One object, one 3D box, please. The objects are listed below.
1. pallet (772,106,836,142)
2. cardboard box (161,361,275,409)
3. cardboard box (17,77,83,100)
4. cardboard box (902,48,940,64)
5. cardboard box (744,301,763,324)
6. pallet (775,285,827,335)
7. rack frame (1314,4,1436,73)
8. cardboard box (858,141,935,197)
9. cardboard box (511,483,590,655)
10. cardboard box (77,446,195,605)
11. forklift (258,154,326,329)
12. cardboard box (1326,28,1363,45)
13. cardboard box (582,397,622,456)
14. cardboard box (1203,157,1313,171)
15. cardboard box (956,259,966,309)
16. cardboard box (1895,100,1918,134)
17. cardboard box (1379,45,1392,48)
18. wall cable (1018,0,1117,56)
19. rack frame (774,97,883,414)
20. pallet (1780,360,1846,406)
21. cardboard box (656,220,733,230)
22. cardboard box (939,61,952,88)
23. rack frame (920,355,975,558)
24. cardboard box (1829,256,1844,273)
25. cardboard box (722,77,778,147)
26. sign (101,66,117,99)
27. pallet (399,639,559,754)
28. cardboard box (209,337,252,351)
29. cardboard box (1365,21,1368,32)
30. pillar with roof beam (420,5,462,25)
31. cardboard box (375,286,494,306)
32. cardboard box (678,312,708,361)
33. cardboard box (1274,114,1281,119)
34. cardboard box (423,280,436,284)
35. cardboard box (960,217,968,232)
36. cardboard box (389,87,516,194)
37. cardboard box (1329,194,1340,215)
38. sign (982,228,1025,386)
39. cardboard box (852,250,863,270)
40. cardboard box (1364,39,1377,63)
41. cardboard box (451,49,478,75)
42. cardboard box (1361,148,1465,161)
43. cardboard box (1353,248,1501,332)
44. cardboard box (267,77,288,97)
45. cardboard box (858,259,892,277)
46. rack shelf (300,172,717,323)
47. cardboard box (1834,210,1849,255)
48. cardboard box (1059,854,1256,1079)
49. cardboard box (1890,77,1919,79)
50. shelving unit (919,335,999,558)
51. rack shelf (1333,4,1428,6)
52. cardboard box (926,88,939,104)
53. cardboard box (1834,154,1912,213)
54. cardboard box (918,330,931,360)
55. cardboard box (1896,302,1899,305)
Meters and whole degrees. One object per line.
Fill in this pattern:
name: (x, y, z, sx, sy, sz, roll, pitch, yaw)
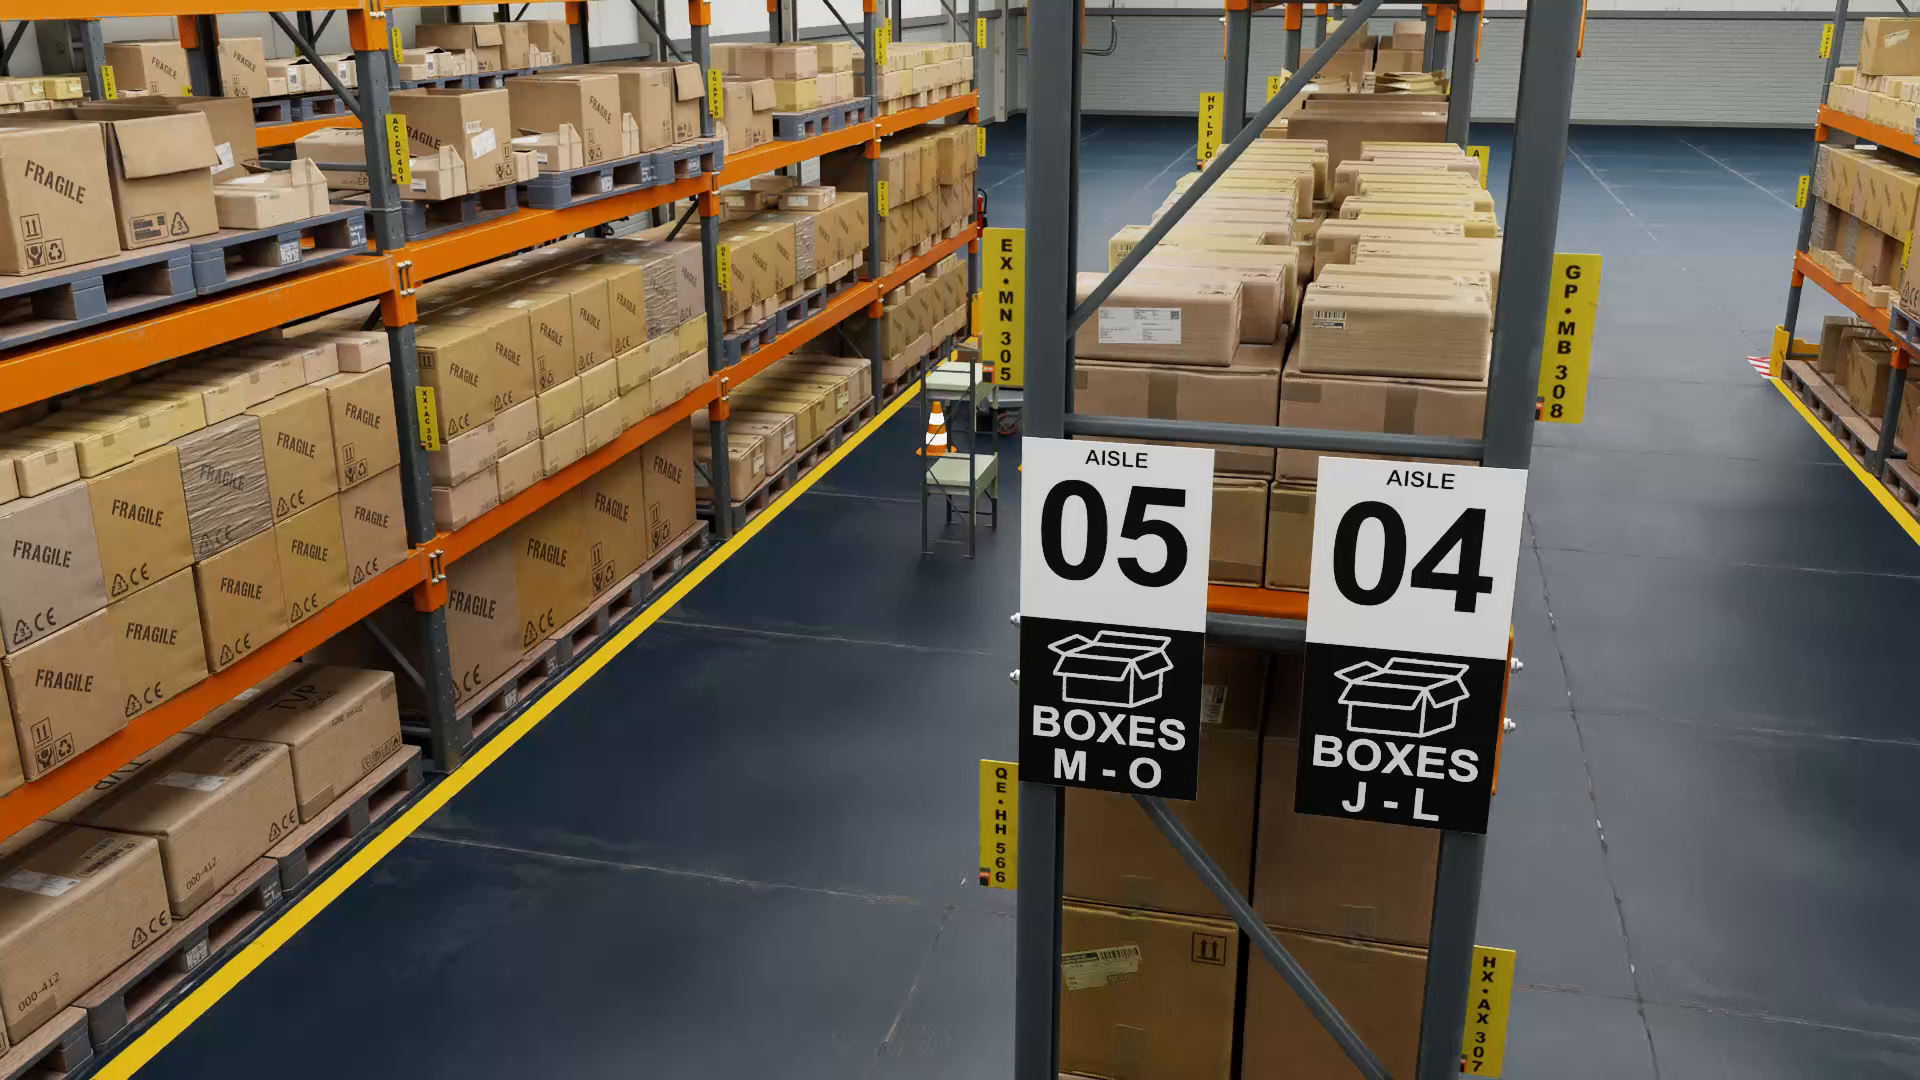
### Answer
pallet: (-1.769, -3.534, 14.042, 1.213, 0.211, 1.003, 5, 19, 13)
cardboard box: (-3.270, -0.680, 7.331, 0.380, 0.149, 0.250, 4, 19, 13)
cardboard box: (-6.853, -3.397, 12.508, 0.380, 0.149, 0.250, 5, 20, 15)
cardboard box: (-0.425, -5.032, 17.295, 0.380, 0.149, 0.250, 5, 20, 15)
cardboard box: (-1.769, -1.795, 13.041, 0.380, 0.149, 0.250, 3, 19, 10)
pallet: (-1.798, -1.993, 14.177, 1.003, 0.211, 1.213, 5, 19, 13)
rack frame: (3.560, -5.193, 13.970, 1.000, 3.000, 0.127, 5, 19, 13)
cardboard box: (-0.652, -3.809, 17.037, 0.700, 0.500, 0.500, 4, 19, 12)
cardboard box: (-2.932, 0.116, 10.344, 0.875, 0.875, 0.875, 5, 20, 15)
cardboard box: (-3.444, -0.082, 6.584, 0.500, 0.500, 0.500, 5, 19, 14)
forklift: (-4.941, -1.353, 12.115, 1.130, 2.935, 3.031, 4, 19, 12)
cardboard box: (3.526, -4.654, 15.383, 0.380, 0.149, 0.250, 5, 19, 14)
cardboard box: (-2.459, -0.730, 10.415, 0.500, 0.250, 0.500, 4, 19, 12)
cardboard box: (1.087, -1.305, 6.068, 0.380, 0.149, 0.250, 4, 19, 12)
cardboard box: (-0.230, -2.948, 19.121, 0.500, 0.500, 0.500, 5, 19, 14)
cardboard box: (8.341, -3.606, 14.195, 0.500, 0.250, 0.500, 5, 20, 15)
cardboard box: (4.073, -4.379, 15.194, 0.500, 0.250, 0.500, 4, 19, 13)
wall cable: (3.187, -15.802, 49.834, 3.097, 2.526, 0.112, 5, 19, 13)
rack frame: (-1.264, -2.713, 15.991, 1.000, 3.000, 0.127, 5, 19, 13)
pallet: (9.071, -1.589, 17.014, 1.003, 0.211, 1.213, 5, 19, 13)
cardboard box: (-2.162, -2.332, 13.610, 0.500, 0.500, 0.500, 3, 19, 10)
cardboard box: (-0.397, -4.954, 17.683, 0.500, 0.250, 0.500, 5, 20, 15)
rack frame: (-0.088, -0.597, 12.115, 0.400, 1.500, 0.023, 5, 19, 13)
cardboard box: (8.758, -2.683, 16.292, 0.380, 0.149, 0.250, 5, 19, 13)
cardboard box: (-1.897, -3.408, 13.225, 0.797, 0.503, 0.637, 5, 19, 13)
sign: (-6.530, -3.471, 12.769, 0.100, 0.325, 0.005, 5, 19, 13)
pallet: (-3.103, 0.866, 9.826, 1.003, 0.211, 1.213, 5, 19, 13)
cardboard box: (-3.595, -0.873, 7.899, 0.380, 0.149, 0.250, 5, 19, 14)
cardboard box: (4.148, -5.452, 17.720, 0.380, 0.149, 0.250, 5, 19, 14)
pillar with roof beam: (-1.971, -6.710, 18.410, 9.100, 9.000, 0.400, 5, 19, 13)
cardboard box: (-3.091, -1.206, 9.877, 0.500, 0.500, 0.500, 5, 20, 15)
cardboard box: (-2.114, -1.453, 11.761, 0.500, 0.250, 0.500, 5, 19, 13)
cardboard box: (2.070, -2.252, 9.845, 0.500, 0.500, 0.500, 5, 19, 13)
cardboard box: (-5.656, -2.602, 17.722, 0.500, 0.250, 0.500, 4, 19, 13)
cardboard box: (-0.125, -3.626, 19.051, 0.380, 0.149, 0.250, 4, 19, 13)
cardboard box: (-2.722, -2.125, 8.823, 0.500, 0.500, 0.500, 4, 19, 12)
cardboard box: (1.601, -1.105, 6.100, 0.500, 0.250, 0.500, 4, 19, 11)
sign: (0.095, -0.482, 3.446, 0.100, 0.325, 0.005, 5, 19, 13)
cardboard box: (-1.122, -2.610, 15.428, 0.380, 0.149, 0.250, 5, 19, 14)
cardboard box: (3.925, -4.895, 16.704, 0.500, 0.250, 0.500, 5, 19, 13)
cardboard box: (-5.421, -5.147, 17.880, 0.396, 0.266, 0.258, 4, 19, 12)
cardboard box: (1.740, -1.417, 6.397, 0.380, 0.149, 0.250, 5, 20, 15)
cardboard box: (1.145, -0.608, 4.028, 0.380, 0.149, 0.250, 5, 19, 13)
cardboard box: (-6.241, -4.041, 14.820, 0.380, 0.149, 0.250, 4, 19, 13)
cardboard box: (-0.876, -2.668, 16.247, 0.380, 0.149, 0.250, 5, 19, 13)
rack shelf: (-2.730, -1.912, 10.117, 1.077, 0.370, 4.000, 5, 19, 13)
cardboard box: (9.156, -3.036, 16.321, 0.875, 0.500, 0.500, 5, 19, 13)
cardboard box: (0.489, 1.058, 4.335, 0.500, 0.500, 0.500, 5, 20, 14)
cardboard box: (8.613, -4.084, 14.977, 0.380, 0.149, 0.250, 4, 19, 11)
shelving unit: (0.002, -0.712, 12.451, 0.431, 1.500, 0.755, 5, 19, 13)
rack shelf: (4.049, -5.290, 15.986, 1.077, 0.370, 4.000, 5, 19, 13)
cardboard box: (-0.435, -4.649, 17.406, 0.380, 0.149, 0.250, 4, 19, 13)
cardboard box: (8.674, -3.382, 15.786, 0.500, 0.500, 0.500, 5, 19, 13)
cardboard box: (-0.612, -2.109, 17.826, 0.500, 0.250, 0.500, 4, 19, 13)
cardboard box: (8.113, -1.903, 14.006, 0.380, 0.149, 0.250, 5, 19, 13)
